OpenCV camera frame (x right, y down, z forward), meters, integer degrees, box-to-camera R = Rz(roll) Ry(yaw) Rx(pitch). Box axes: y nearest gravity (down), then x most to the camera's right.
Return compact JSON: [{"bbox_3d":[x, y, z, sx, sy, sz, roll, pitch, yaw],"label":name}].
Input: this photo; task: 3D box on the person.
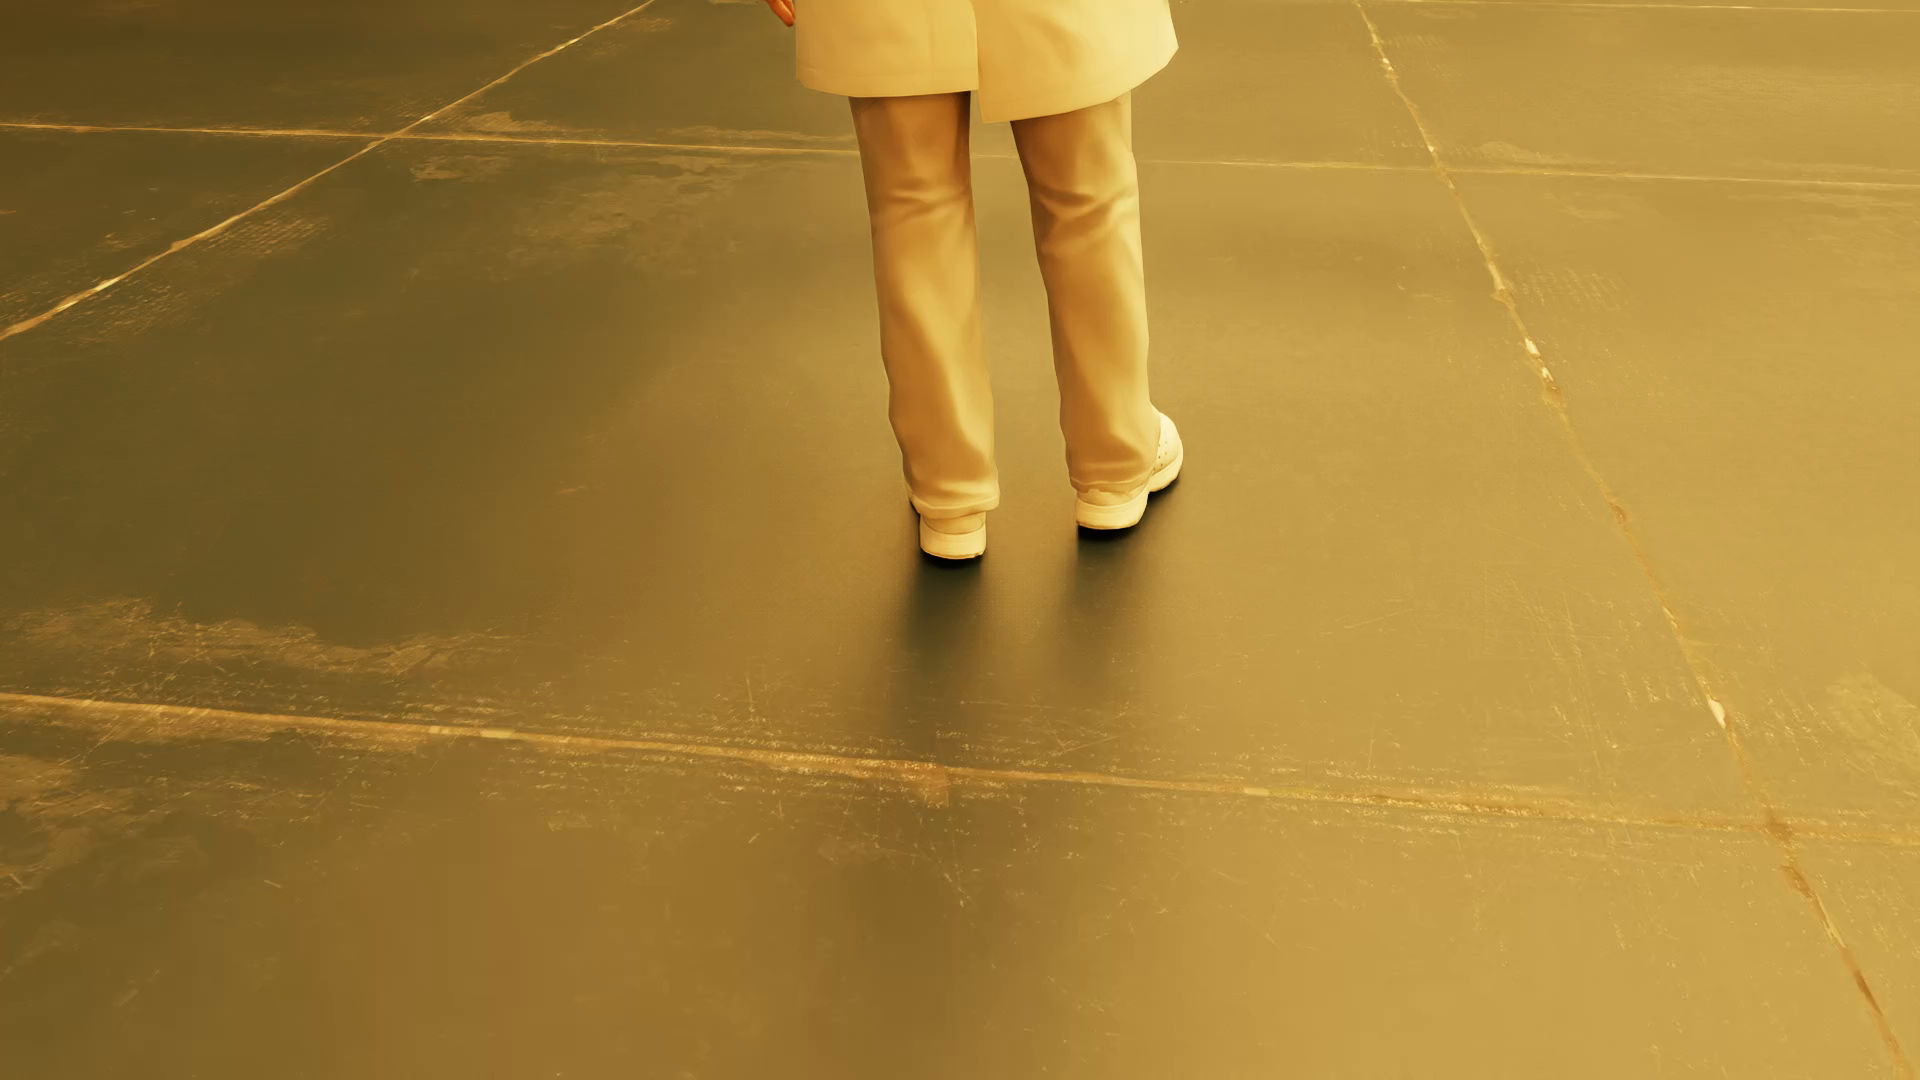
[{"bbox_3d":[0.016,-0.842,2.181,0.698,1.777,0.578,3,27,7],"label":"person"}]
